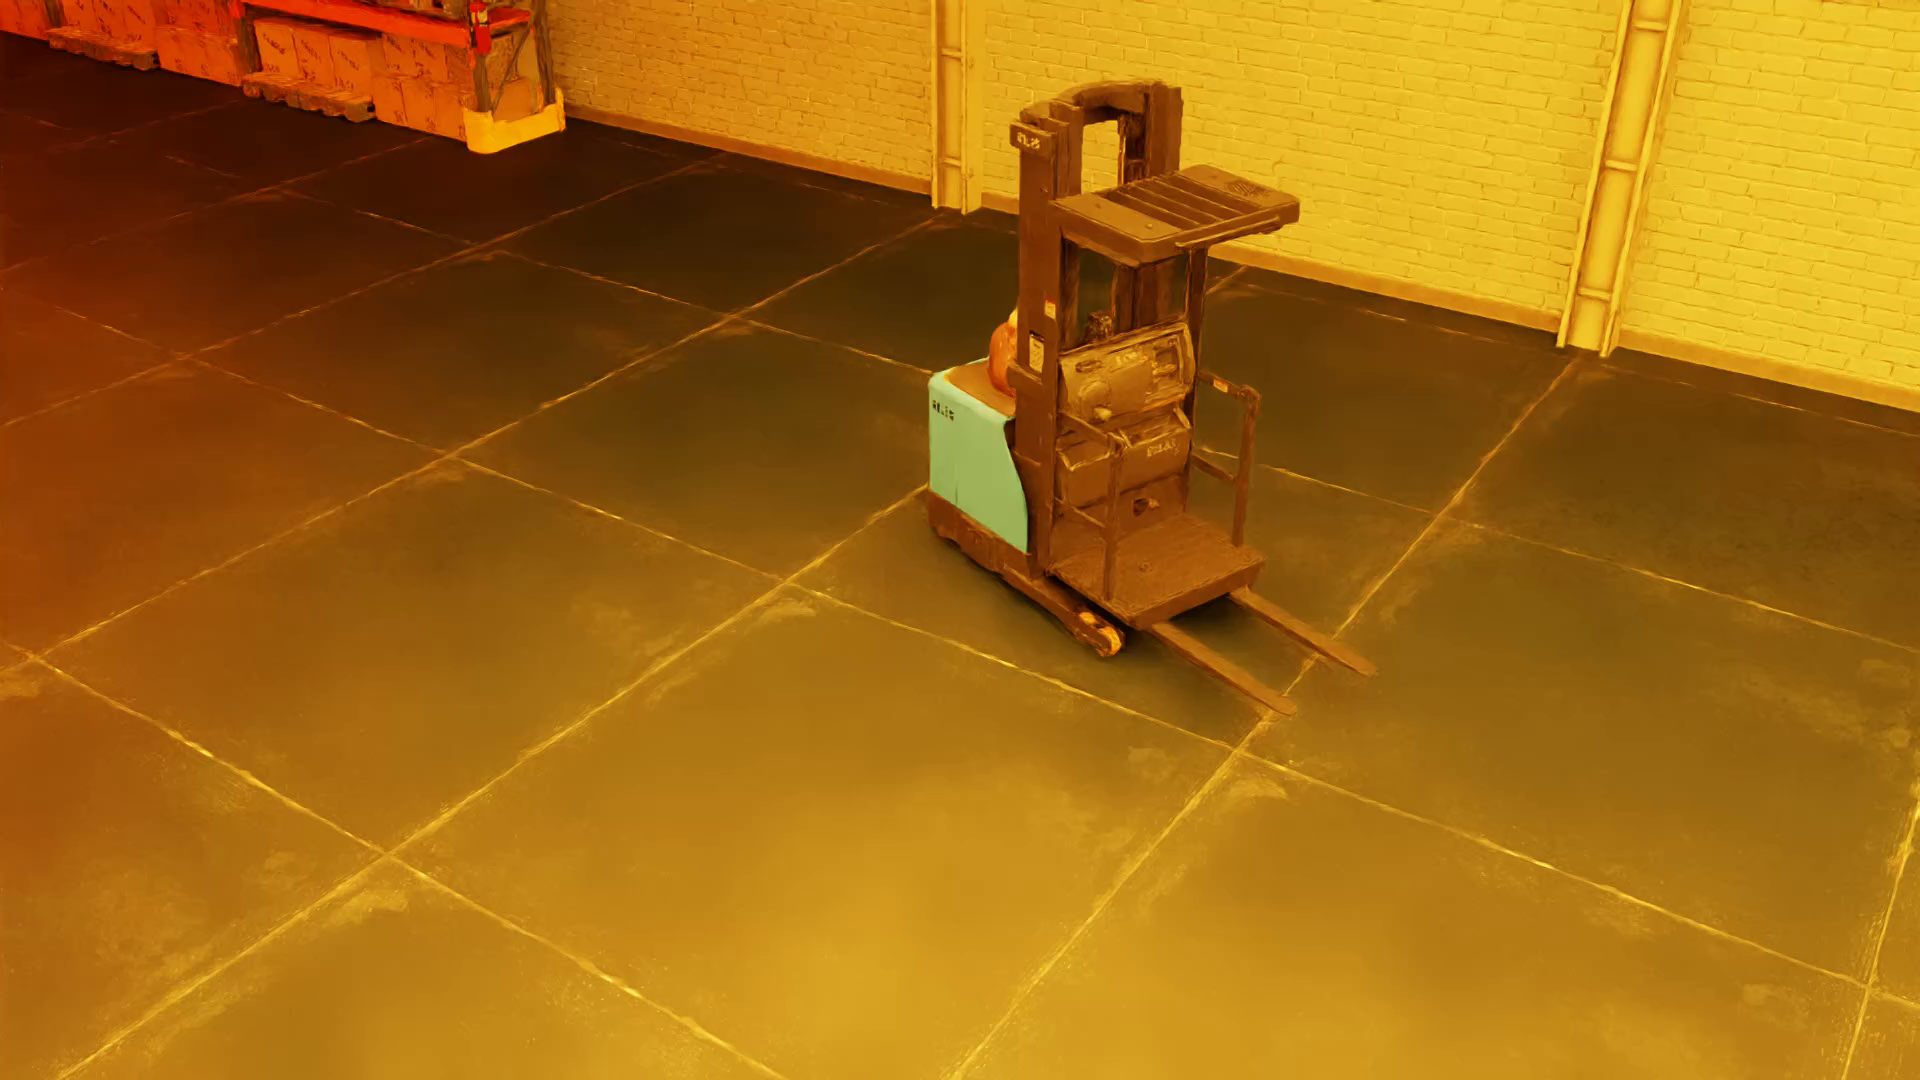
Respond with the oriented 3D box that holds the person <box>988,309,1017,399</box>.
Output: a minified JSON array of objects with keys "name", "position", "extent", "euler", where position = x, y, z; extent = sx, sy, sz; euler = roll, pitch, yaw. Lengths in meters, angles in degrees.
[{"name":"person","position":[0.564,-0.773,10.081],"extent":[0.798,1.414,0.868],"euler":[-1,30,-1]}]

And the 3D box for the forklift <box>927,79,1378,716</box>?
[{"name":"forklift","position":[1.065,-0.889,9.113],"extent":[1.130,2.935,3.031],"euler":[-20,36,-31]}]
